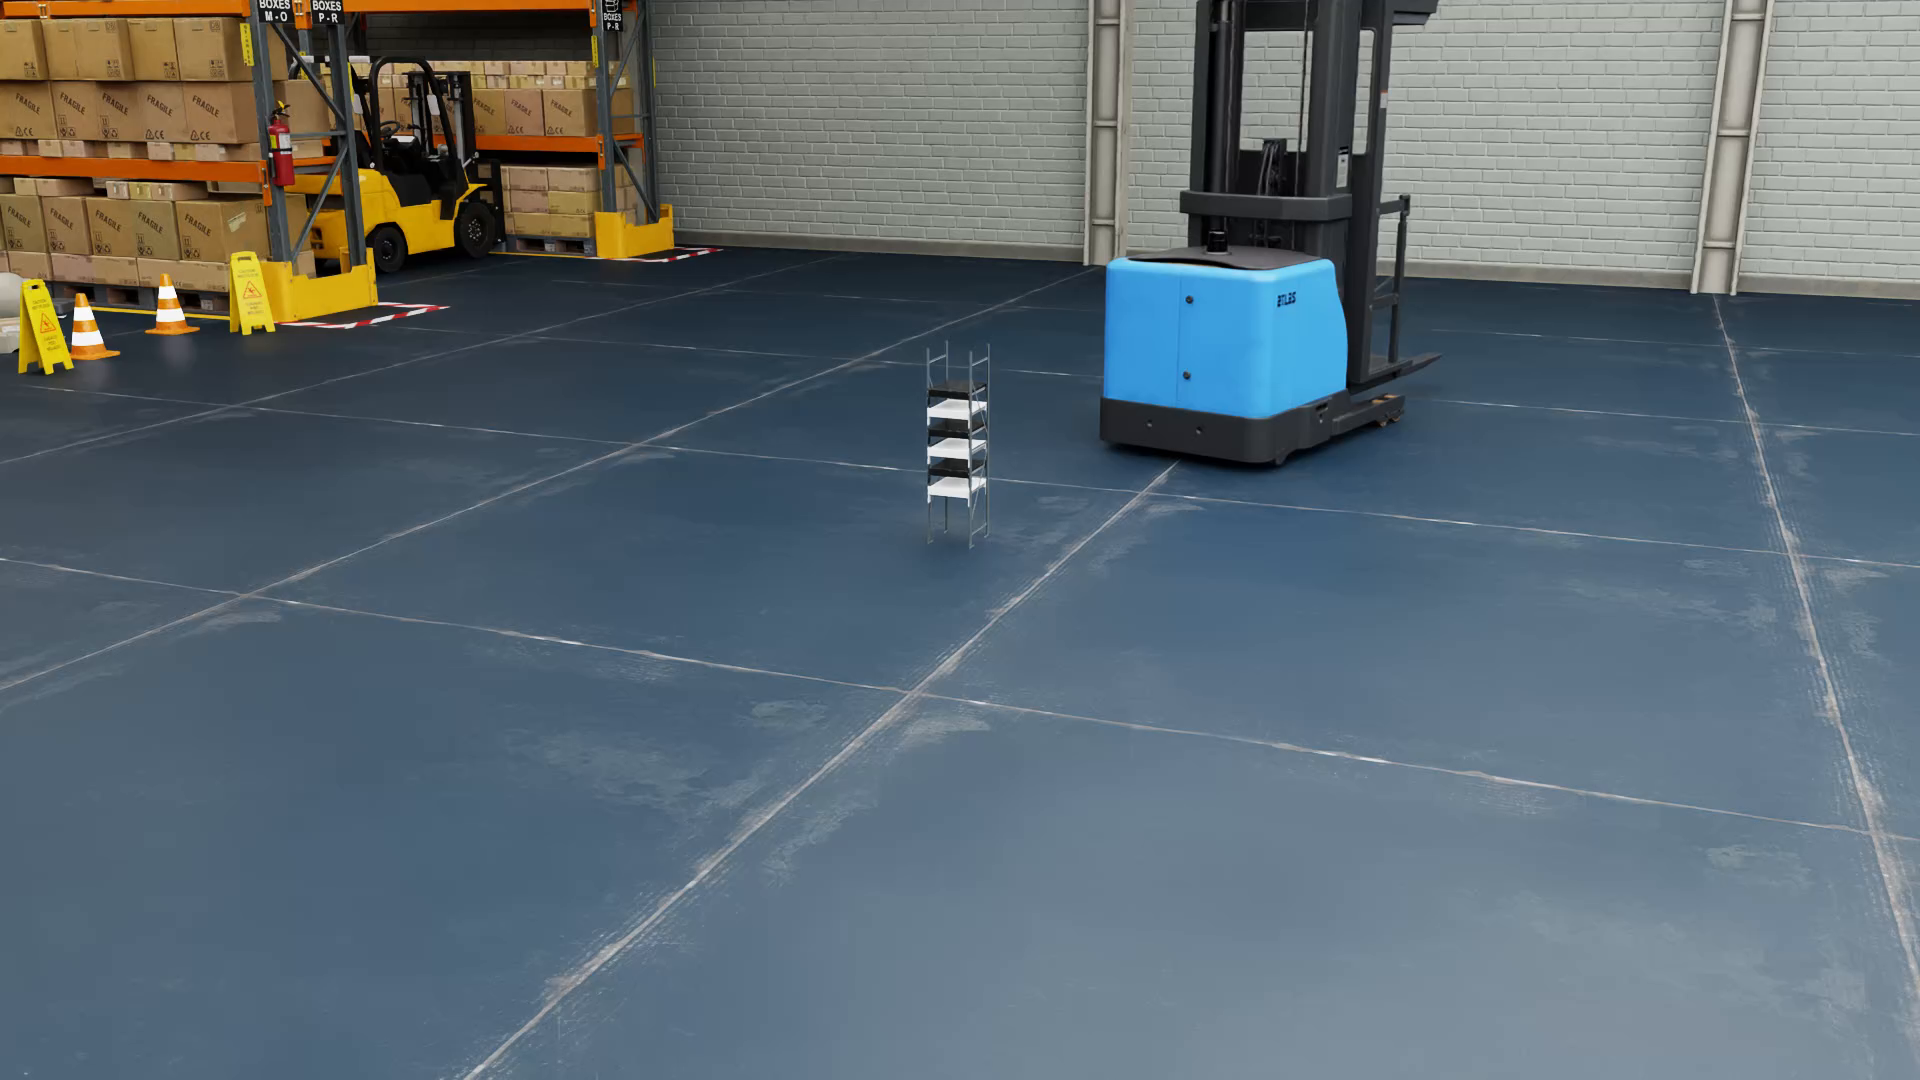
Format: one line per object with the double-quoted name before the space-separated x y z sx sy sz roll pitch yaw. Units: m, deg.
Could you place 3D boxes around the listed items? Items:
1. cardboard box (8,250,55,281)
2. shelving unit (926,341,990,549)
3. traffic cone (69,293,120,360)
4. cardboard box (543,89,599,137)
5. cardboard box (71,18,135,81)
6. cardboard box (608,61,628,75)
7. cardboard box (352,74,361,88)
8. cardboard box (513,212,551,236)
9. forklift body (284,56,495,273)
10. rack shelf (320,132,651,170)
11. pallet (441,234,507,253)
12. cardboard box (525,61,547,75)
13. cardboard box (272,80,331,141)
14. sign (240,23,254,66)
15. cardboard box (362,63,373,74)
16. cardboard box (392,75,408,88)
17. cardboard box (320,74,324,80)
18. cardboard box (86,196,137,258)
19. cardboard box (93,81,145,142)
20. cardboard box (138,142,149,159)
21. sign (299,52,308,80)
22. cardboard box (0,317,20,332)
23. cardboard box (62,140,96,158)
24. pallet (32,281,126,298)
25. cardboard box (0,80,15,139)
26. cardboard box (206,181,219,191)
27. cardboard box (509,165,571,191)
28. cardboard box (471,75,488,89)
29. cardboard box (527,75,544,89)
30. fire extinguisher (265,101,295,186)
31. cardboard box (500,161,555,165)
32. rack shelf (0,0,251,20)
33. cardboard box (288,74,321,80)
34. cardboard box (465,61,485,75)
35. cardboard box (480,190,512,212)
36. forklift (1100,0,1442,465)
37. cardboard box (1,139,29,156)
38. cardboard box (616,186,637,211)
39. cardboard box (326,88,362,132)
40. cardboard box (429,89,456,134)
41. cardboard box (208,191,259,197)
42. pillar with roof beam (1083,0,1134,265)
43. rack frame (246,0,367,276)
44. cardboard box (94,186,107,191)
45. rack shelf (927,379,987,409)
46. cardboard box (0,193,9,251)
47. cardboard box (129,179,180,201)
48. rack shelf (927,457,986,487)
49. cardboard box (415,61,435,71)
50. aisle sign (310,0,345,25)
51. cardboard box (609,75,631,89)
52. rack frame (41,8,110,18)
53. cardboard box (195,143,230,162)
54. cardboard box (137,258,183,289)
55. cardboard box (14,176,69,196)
"cardboard box" -8.295 -2.535 15.205 0.500 0.250 0.500 7 18 24
"shelving unit" -0.008 -0.433 7.551 0.210 0.900 0.258 6 17 21
"traffic cone" -6.489 -1.595 12.339 0.334 0.463 0.336 6 17 21
"cardboard box" -4.261 -4.745 18.458 0.500 0.500 0.500 6 17 19
"cardboard box" -7.060 -4.173 14.161 0.500 0.500 0.700 6 17 20
"cardboard box" -3.941 -5.307 18.697 0.250 0.149 0.380 6 17 20
"cardboard box" -6.986 -5.356 19.401 0.250 0.149 0.380 7 17 22
"cardboard box" -4.719 -3.615 18.925 0.500 0.250 0.500 6 17 21
"forklift body" -6.140 -4.028 17.690 1.214 2.155 2.313 6 17 21
"rack shelf" -5.567 -4.574 19.339 4.000 0.370 1.077 6 17 21
"pallet" -5.564 -3.568 19.586 1.213 0.211 1.003 6 17 21
"cardboard box" -4.611 -5.236 18.453 0.250 0.149 0.380 7 17 22
"cardboard box" -5.863 -3.738 14.457 0.500 0.500 0.500 6 17 20
"sign" -5.747 -3.993 13.404 0.005 0.325 0.100 6 17 21
"cardboard box" -6.723 -5.490 19.327 0.250 0.149 0.380 6 17 20
"cardboard box" -6.288 -5.265 19.088 0.250 0.149 0.380 6 17 20
"cardboard box" -7.676 -5.575 20.154 0.250 0.149 0.380 6 17 19
"cardboard box" -7.319 -2.789 14.732 0.500 0.500 0.500 6 17 19
"cardboard box" -7.059 -3.706 14.347 0.500 0.500 0.500 6 17 20
"cardboard box" -6.895 -3.399 14.453 0.250 0.149 0.380 7 17 21
"sign" -7.618 -5.500 19.304 0.005 0.325 0.100 6 17 21
"cardboard box" -7.484 -1.668 13.152 0.380 0.149 0.250 -12 20 -37
"cardboard box" -7.639 -3.448 14.622 0.250 0.149 0.380 6 17 20
"pallet" -8.608 -2.437 15.691 1.213 0.211 1.003 6 17 21
"cardboard box" -8.463 -3.864 14.892 0.500 0.500 0.500 6 17 20
"cardboard box" -9.336 -4.393 20.933 0.625 0.625 0.875 6 17 18
"cardboard box" -4.727 -4.093 18.777 0.500 0.250 0.500 7 17 22
"cardboard box" -5.334 -5.162 18.731 0.250 0.149 0.380 6 17 21
"cardboard box" -4.599 -5.098 18.511 0.250 0.149 0.380 7 17 22
"fire extinguisher" -5.587 -3.259 13.657 0.183 0.674 0.296 6 17 21
"cardboard box" -5.012 -4.278 19.416 0.500 0.250 0.500 6 17 20
"rack shelf" -7.385 -4.727 14.485 4.000 0.370 1.077 6 17 21
"cardboard box" -7.827 -5.461 19.761 0.250 0.149 0.380 7 18 23
"cardboard box" -5.341 -5.304 18.686 0.250 0.149 0.380 7 17 22
"cardboard box" -5.225 -3.906 19.030 0.500 0.250 0.500 6 17 19
"forklift" 2.072 -2.161 9.861 1.130 2.935 3.031 12 20 35
"cardboard box" -8.340 -3.534 14.917 0.250 0.149 0.380 7 18 22
"cardboard box" -4.068 -3.938 19.140 0.500 0.250 0.500 7 17 22
"cardboard box" -7.111 -5.059 19.539 0.500 0.500 0.500 6 17 19
"cardboard box" -5.688 -4.901 18.997 0.500 0.500 0.500 6 17 21
"cardboard box" -6.684 -2.877 15.038 0.500 0.500 0.500 6 17 19
"pillar with roof beam" -0.022 -6.170 12.788 0.400 9.000 9.100 6 17 21
"rack frame" -5.524 -3.427 14.098 0.127 3.000 1.000 6 17 21
"cardboard box" -8.123 -3.035 15.581 0.500 0.500 0.500 7 17 22
"rack shelf" -0.008 -0.660 7.485 0.200 0.077 0.258 6 17 21
"cardboard box" -8.796 -2.947 15.278 0.500 0.500 0.500 7 18 23
"cardboard box" -6.964 -3.041 14.438 0.250 0.149 0.380 7 17 22
"rack shelf" -0.008 -0.315 7.585 0.200 0.077 0.258 6 17 21
"cardboard box" -6.012 -5.405 19.037 0.250 0.149 0.380 6 17 20
"aisle sign" -5.353 -4.749 13.990 0.004 0.787 0.394 6 17 21
"cardboard box" -3.927 -5.176 18.780 0.250 0.149 0.380 6 17 19
"rack frame" -11.149 -5.533 21.352 0.127 3.000 1.000 6 17 21
"cardboard box" -6.227 -3.286 14.064 0.250 0.149 0.380 6 17 20
"cardboard box" -6.854 -2.376 14.657 0.500 0.250 0.500 6 17 21
"cardboard box" -8.223 -3.178 14.911 0.250 0.149 0.380 7 18 23
